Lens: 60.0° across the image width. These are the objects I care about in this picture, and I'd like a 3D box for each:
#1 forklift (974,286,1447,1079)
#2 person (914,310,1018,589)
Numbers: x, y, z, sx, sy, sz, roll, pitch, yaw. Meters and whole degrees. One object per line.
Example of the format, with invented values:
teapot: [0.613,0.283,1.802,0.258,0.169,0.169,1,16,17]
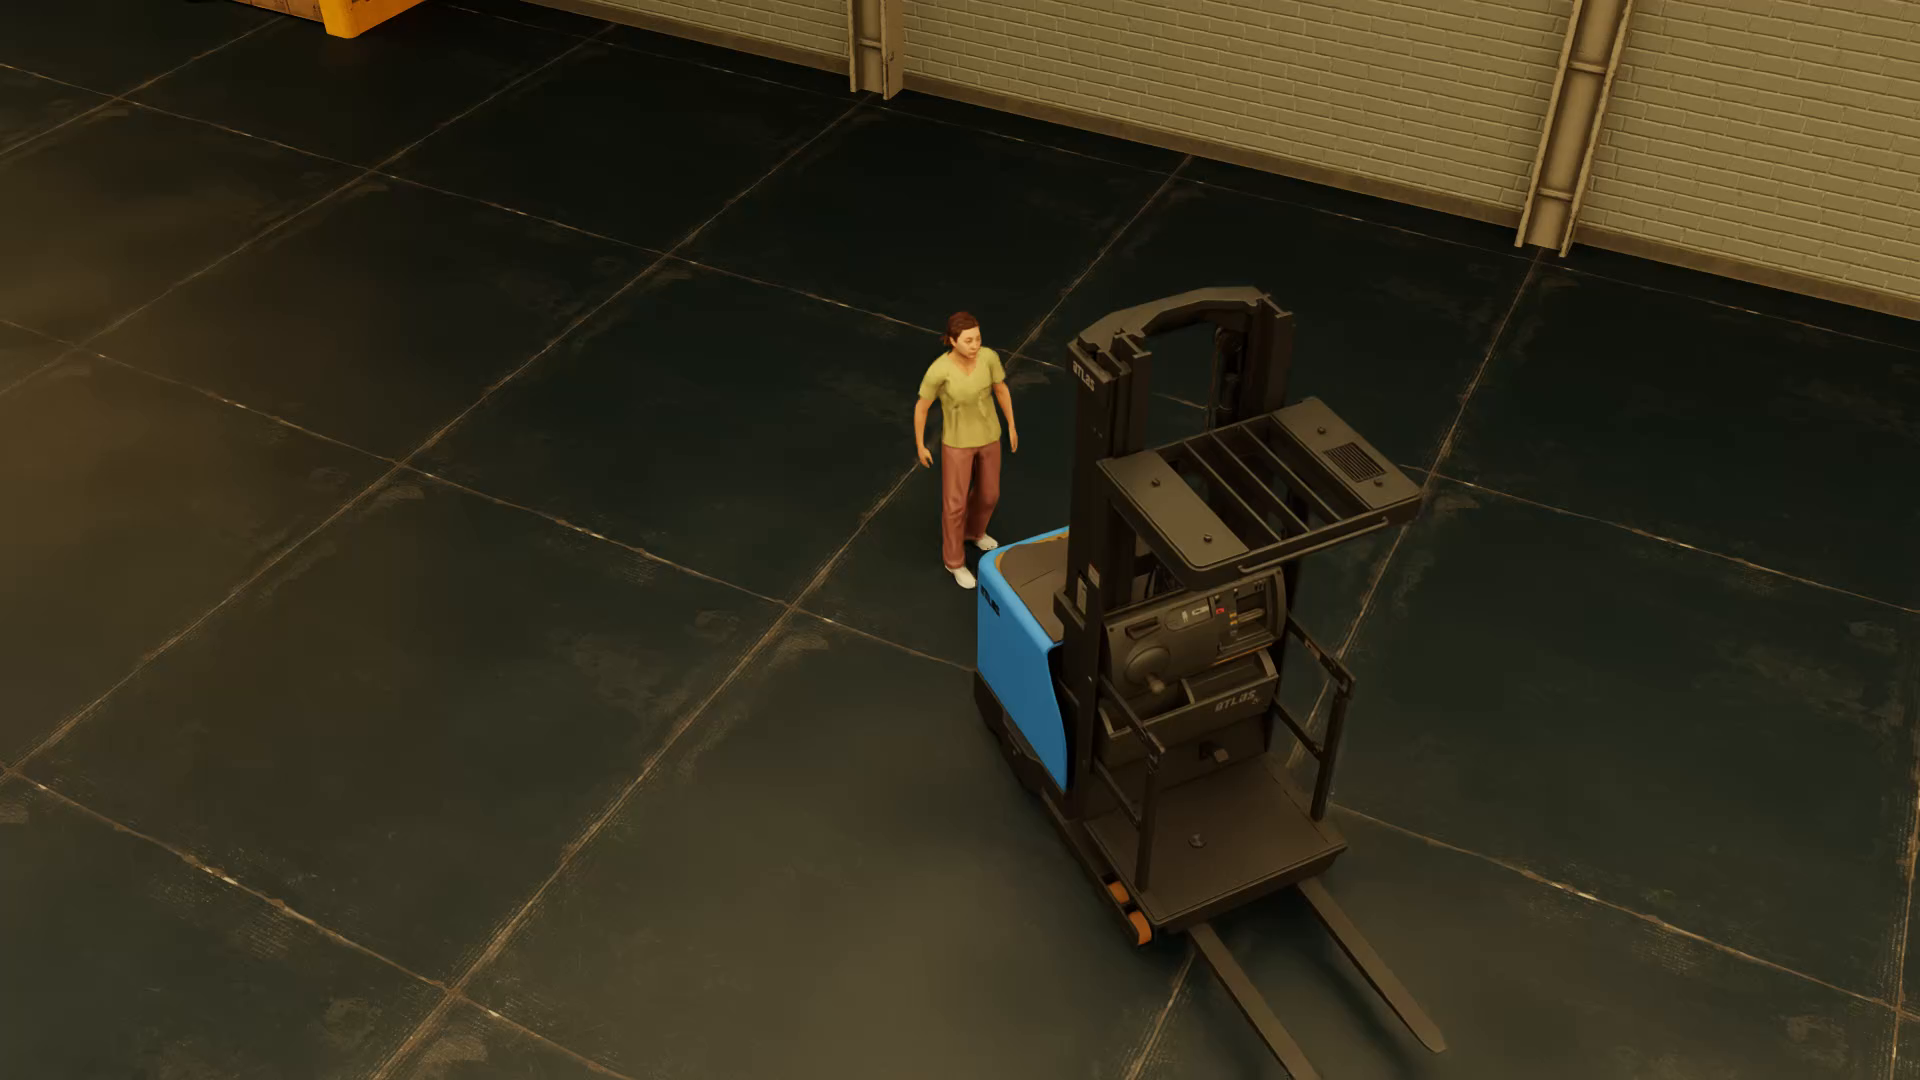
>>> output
forklift: [1.172,0.490,7.404,1.130,2.935,3.031,-17,43,-19]
person: [0.062,-0.526,9.622,0.603,1.650,0.620,-14,42,-16]
